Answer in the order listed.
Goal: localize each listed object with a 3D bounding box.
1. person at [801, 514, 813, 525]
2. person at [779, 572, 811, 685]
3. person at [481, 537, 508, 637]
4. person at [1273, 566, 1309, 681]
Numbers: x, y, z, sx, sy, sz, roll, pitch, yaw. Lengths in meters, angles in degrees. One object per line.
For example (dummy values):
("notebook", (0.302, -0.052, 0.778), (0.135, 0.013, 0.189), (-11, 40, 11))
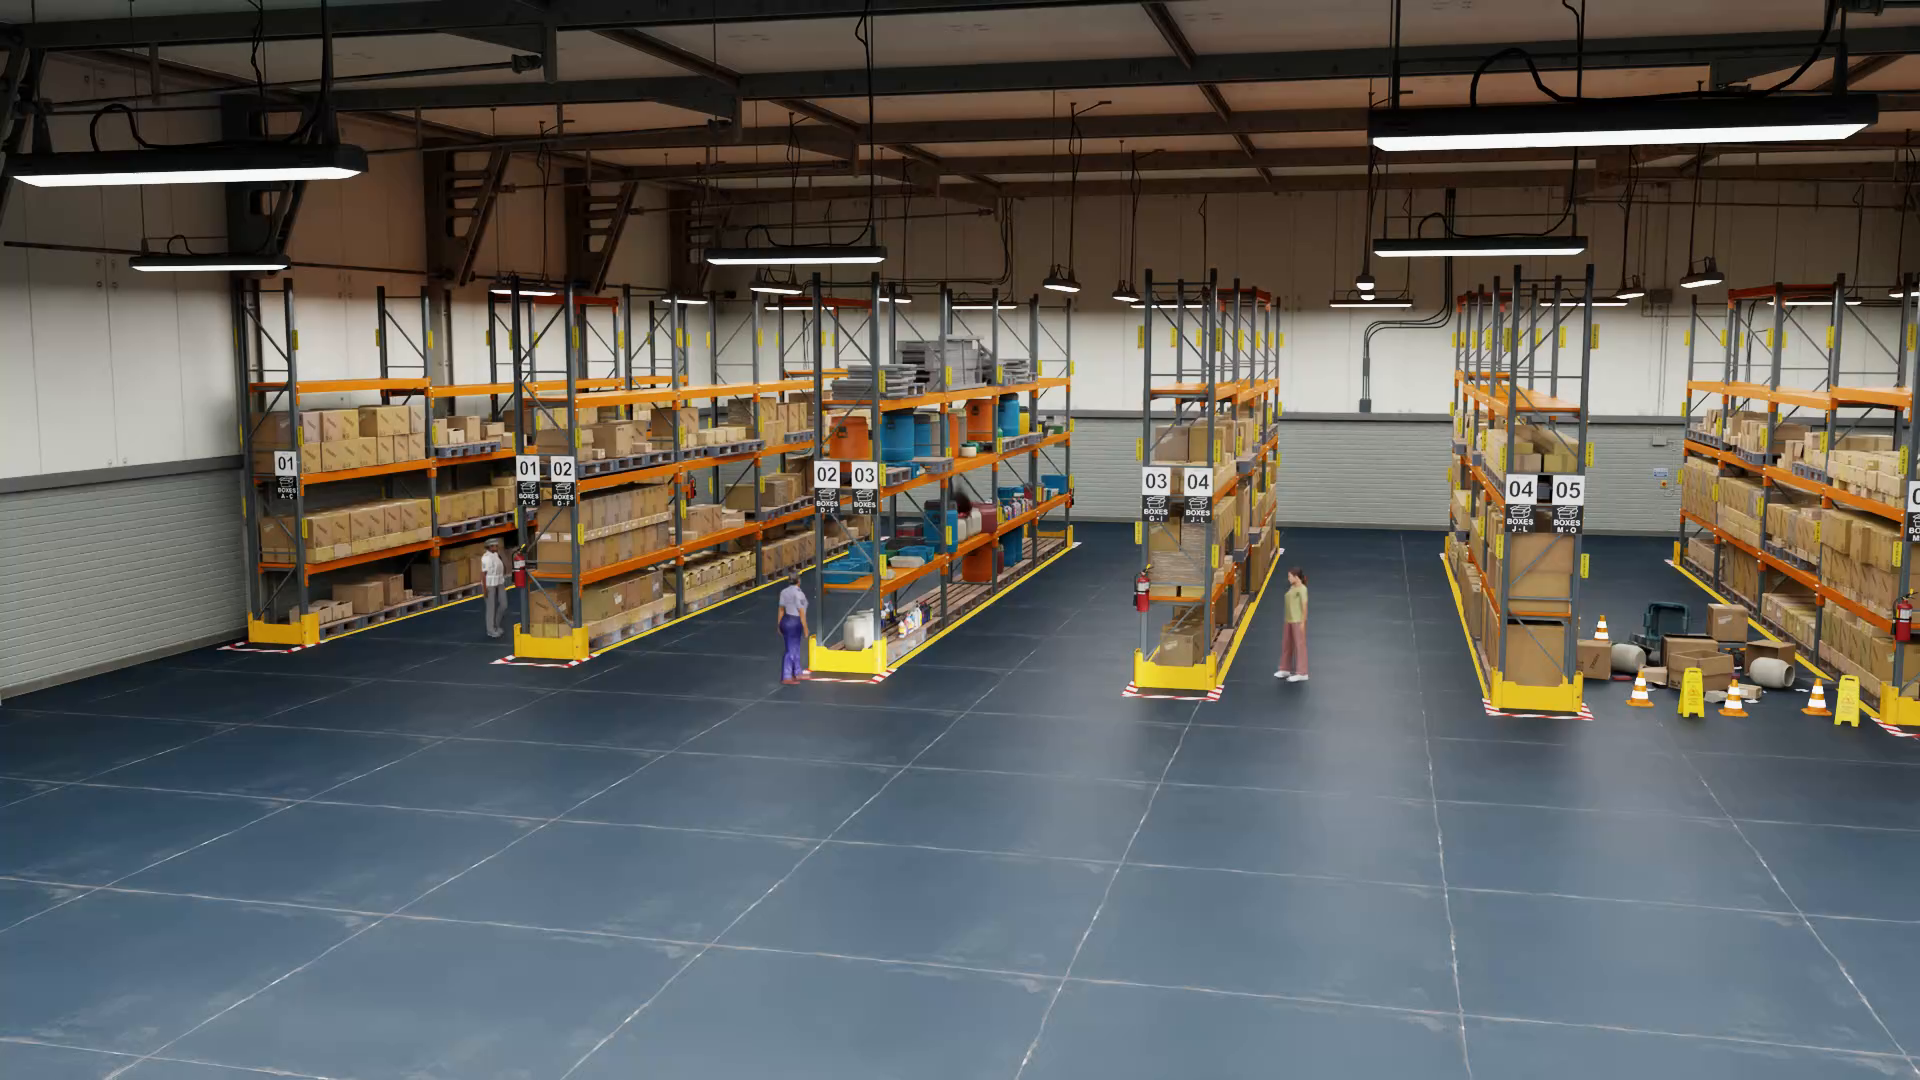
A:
("person", (-4.058, -1.165, 44.000), (0.472, 1.758, 0.582), (3, 7, 22))
("person", (-2.390, 1.283, 24.412), (0.555, 1.629, 0.543), (-3, 8, -24))
("person", (-7.945, 0.800, 28.301), (0.461, 1.706, 0.517), (4, 8, 28))
("person", (4.921, 1.221, 24.614), (0.442, 1.675, 0.511), (-3, 7, -23))
